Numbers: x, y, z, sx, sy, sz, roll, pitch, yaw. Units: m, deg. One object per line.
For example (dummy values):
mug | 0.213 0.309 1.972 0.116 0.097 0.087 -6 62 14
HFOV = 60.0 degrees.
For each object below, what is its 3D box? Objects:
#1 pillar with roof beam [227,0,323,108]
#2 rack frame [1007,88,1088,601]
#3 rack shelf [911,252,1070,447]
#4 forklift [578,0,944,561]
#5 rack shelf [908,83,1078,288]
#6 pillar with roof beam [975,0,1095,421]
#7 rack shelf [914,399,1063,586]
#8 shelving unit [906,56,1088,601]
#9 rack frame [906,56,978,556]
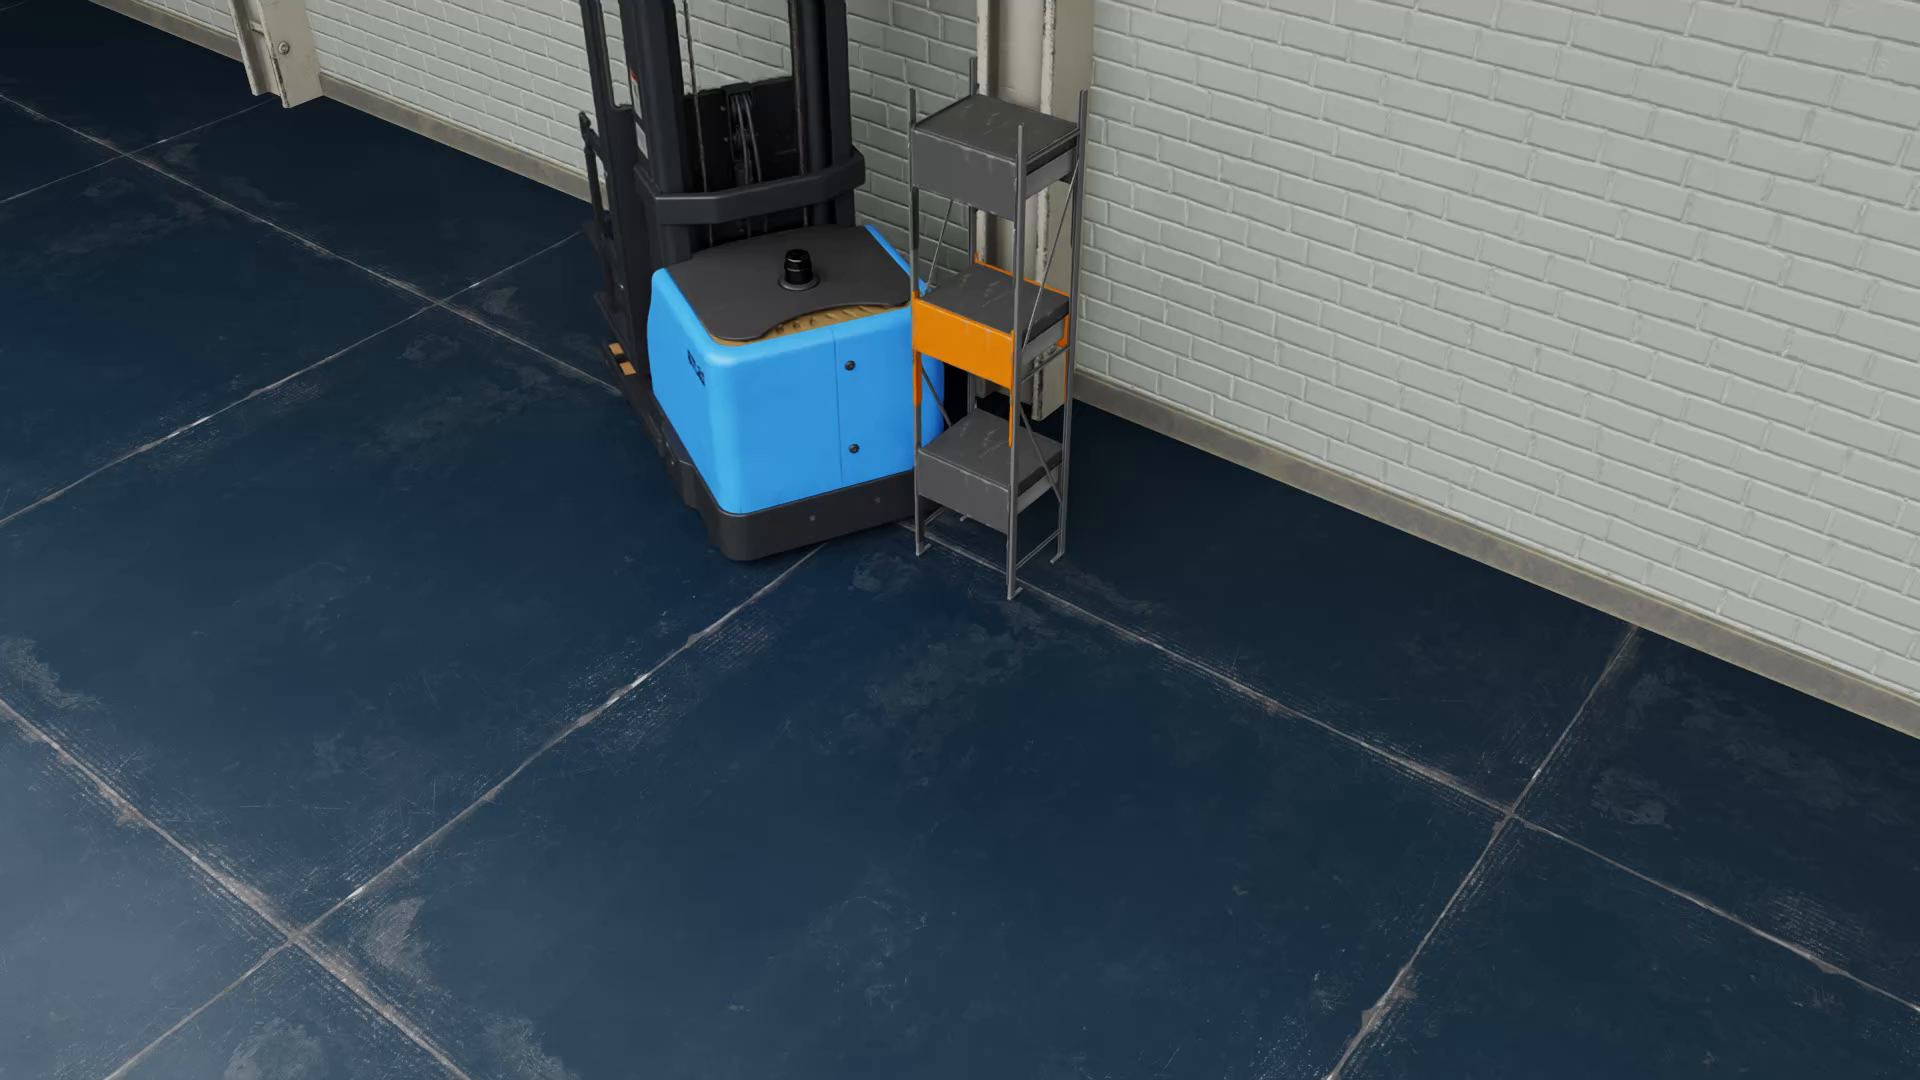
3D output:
pillar with roof beam | -7.063 -4.399 5.569 0.400 9.000 9.100 25 45 29
rack frame | 0.325 -0.673 6.407 0.015 2.100 0.400 25 45 29
rack shelf | 0.131 -0.754 6.532 0.480 0.518 0.431 25 45 29
forklift | -1.129 -1.968 7.386 1.130 2.935 3.031 -16 41 -19
rack shelf | 0.131 -1.305 6.100 0.480 0.518 0.431 25 45 29
pillar with roof beam | -2.298 -2.152 2.699 0.400 9.000 9.100 25 45 29
rack shelf | 0.131 -0.203 6.963 0.480 0.518 0.431 25 45 29
shelving unit | 0.131 -0.765 6.524 0.503 2.100 0.431 25 45 29
rack frame | -0.062 -0.856 6.640 0.015 2.100 0.400 25 45 29
